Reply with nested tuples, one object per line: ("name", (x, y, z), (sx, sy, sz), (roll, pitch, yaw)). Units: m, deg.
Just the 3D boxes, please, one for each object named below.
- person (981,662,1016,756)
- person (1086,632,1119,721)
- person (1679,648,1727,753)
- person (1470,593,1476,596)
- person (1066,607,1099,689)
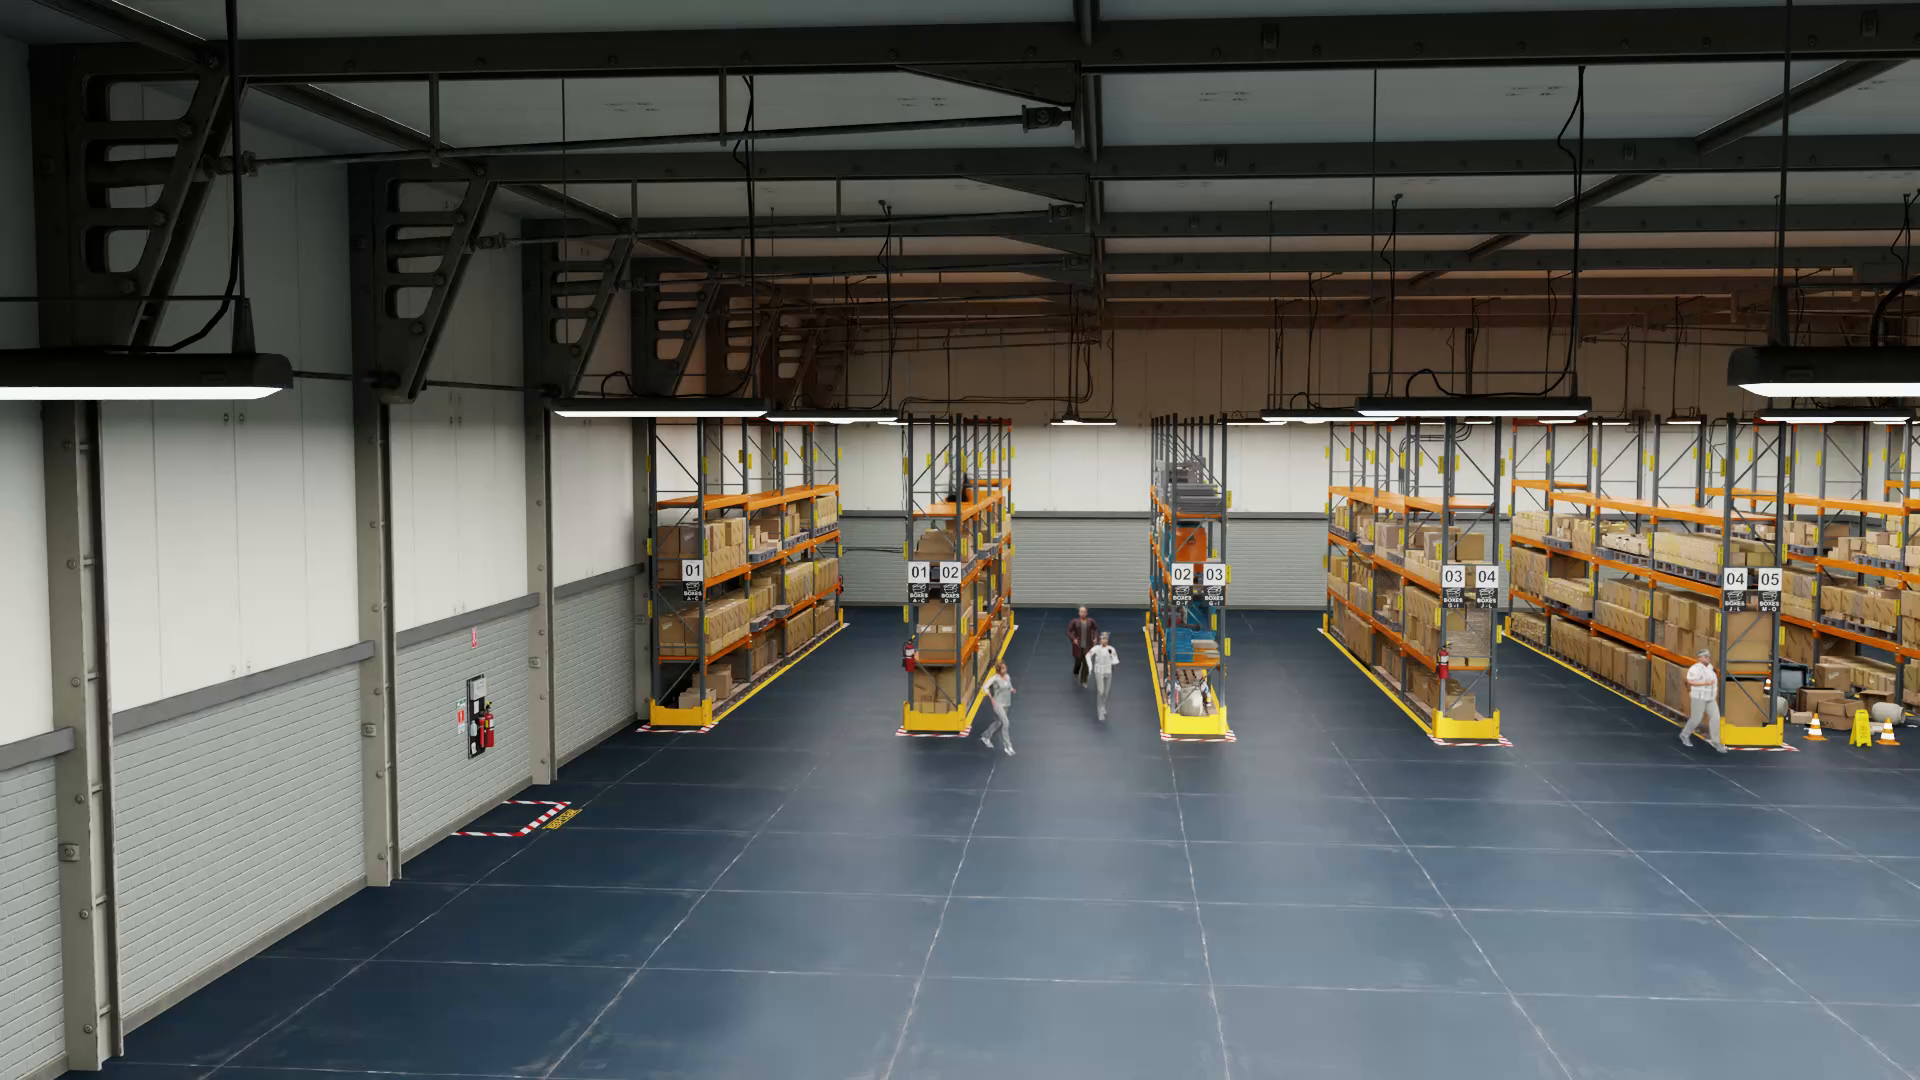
("person", (0.707, 2.947, 29.333), (0.810, 1.624, 0.520), (3, 5, 41))
("person", (2.823, 2.673, 32.802), (0.580, 1.754, 0.752), (-1, 4, -12))
("person", (13.219, 2.831, 29.593), (0.662, 1.826, 0.840), (-1, 4, -21))
("person", (13.970, 1.803, 45.638), (0.753, 1.709, 0.587), (1, 4, 13))
("person", (2.723, 2.366, 36.892), (0.737, 1.775, 0.836), (0, 4, -4))
